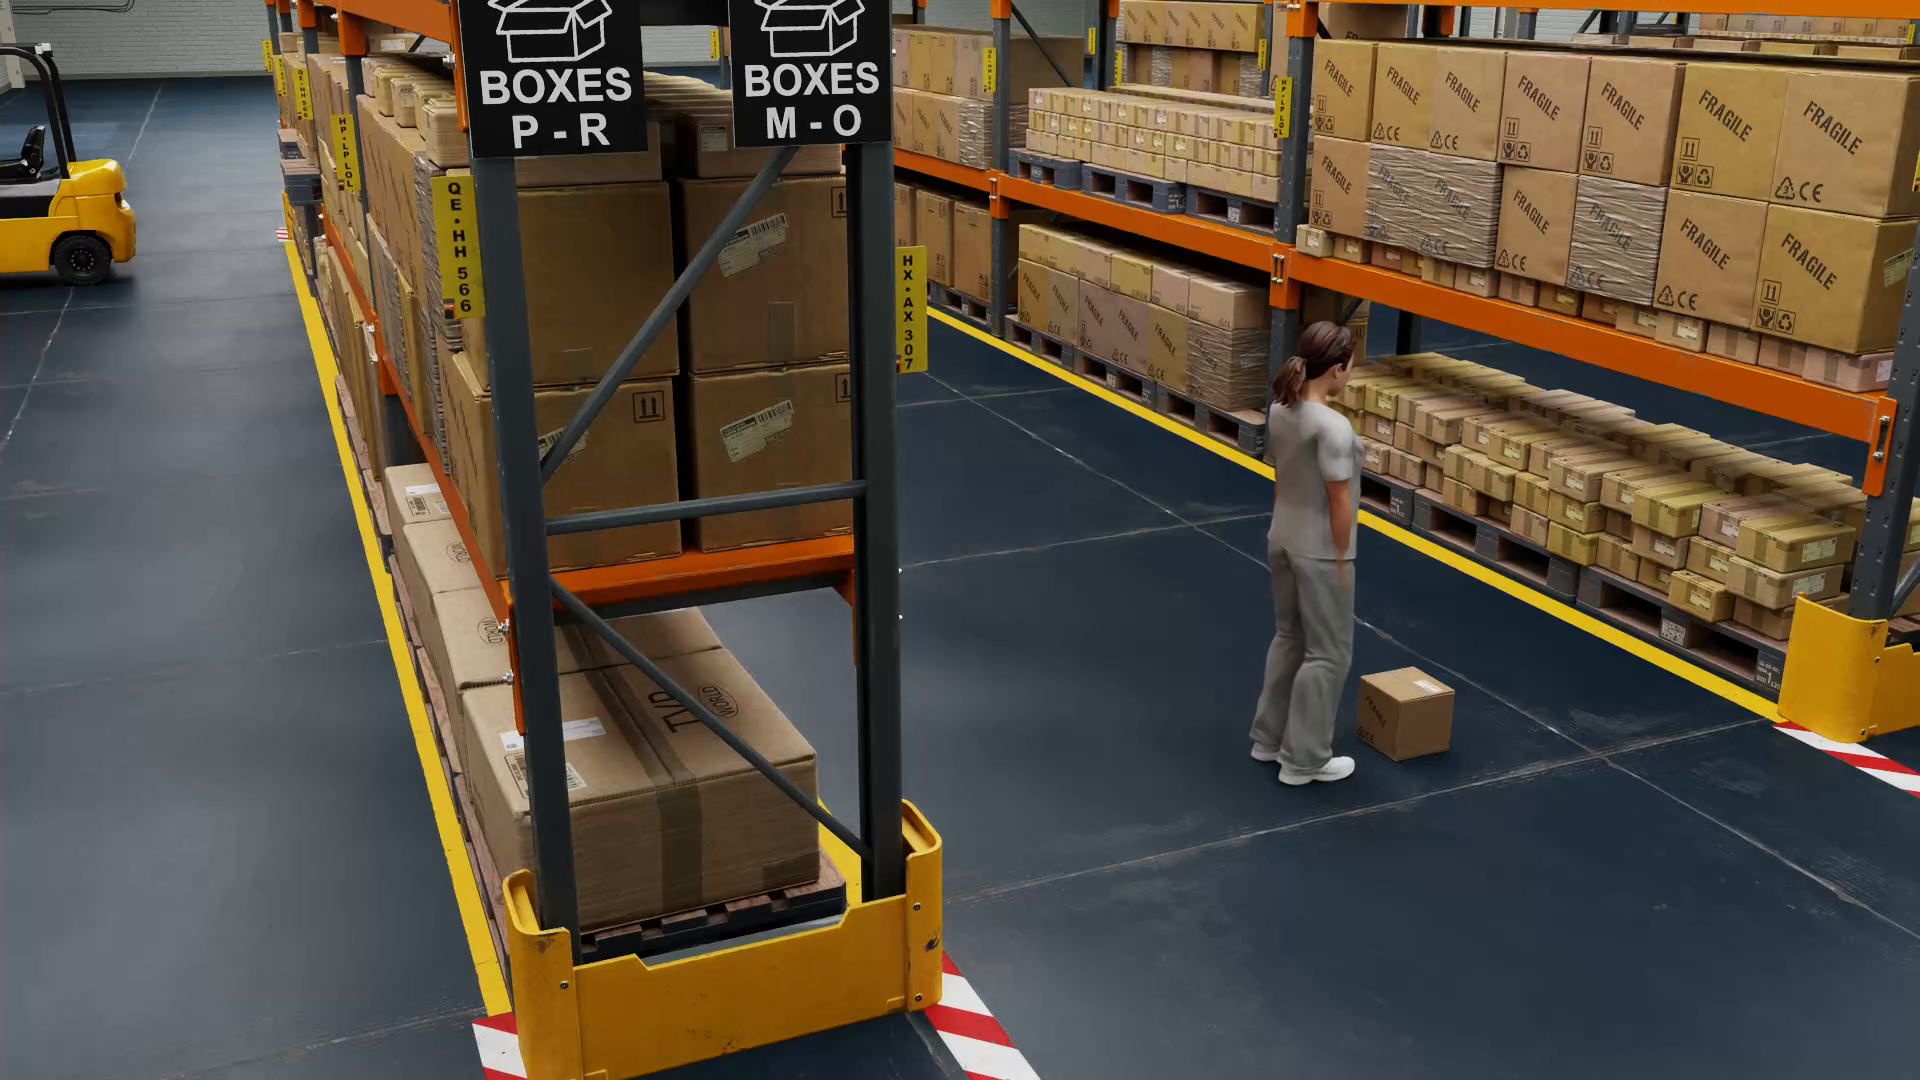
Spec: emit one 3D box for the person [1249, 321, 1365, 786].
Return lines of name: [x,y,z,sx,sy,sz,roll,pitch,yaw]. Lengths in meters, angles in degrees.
person: [1.240,0.047,5.943,0.367,1.671,0.442,-8,20,-21]
